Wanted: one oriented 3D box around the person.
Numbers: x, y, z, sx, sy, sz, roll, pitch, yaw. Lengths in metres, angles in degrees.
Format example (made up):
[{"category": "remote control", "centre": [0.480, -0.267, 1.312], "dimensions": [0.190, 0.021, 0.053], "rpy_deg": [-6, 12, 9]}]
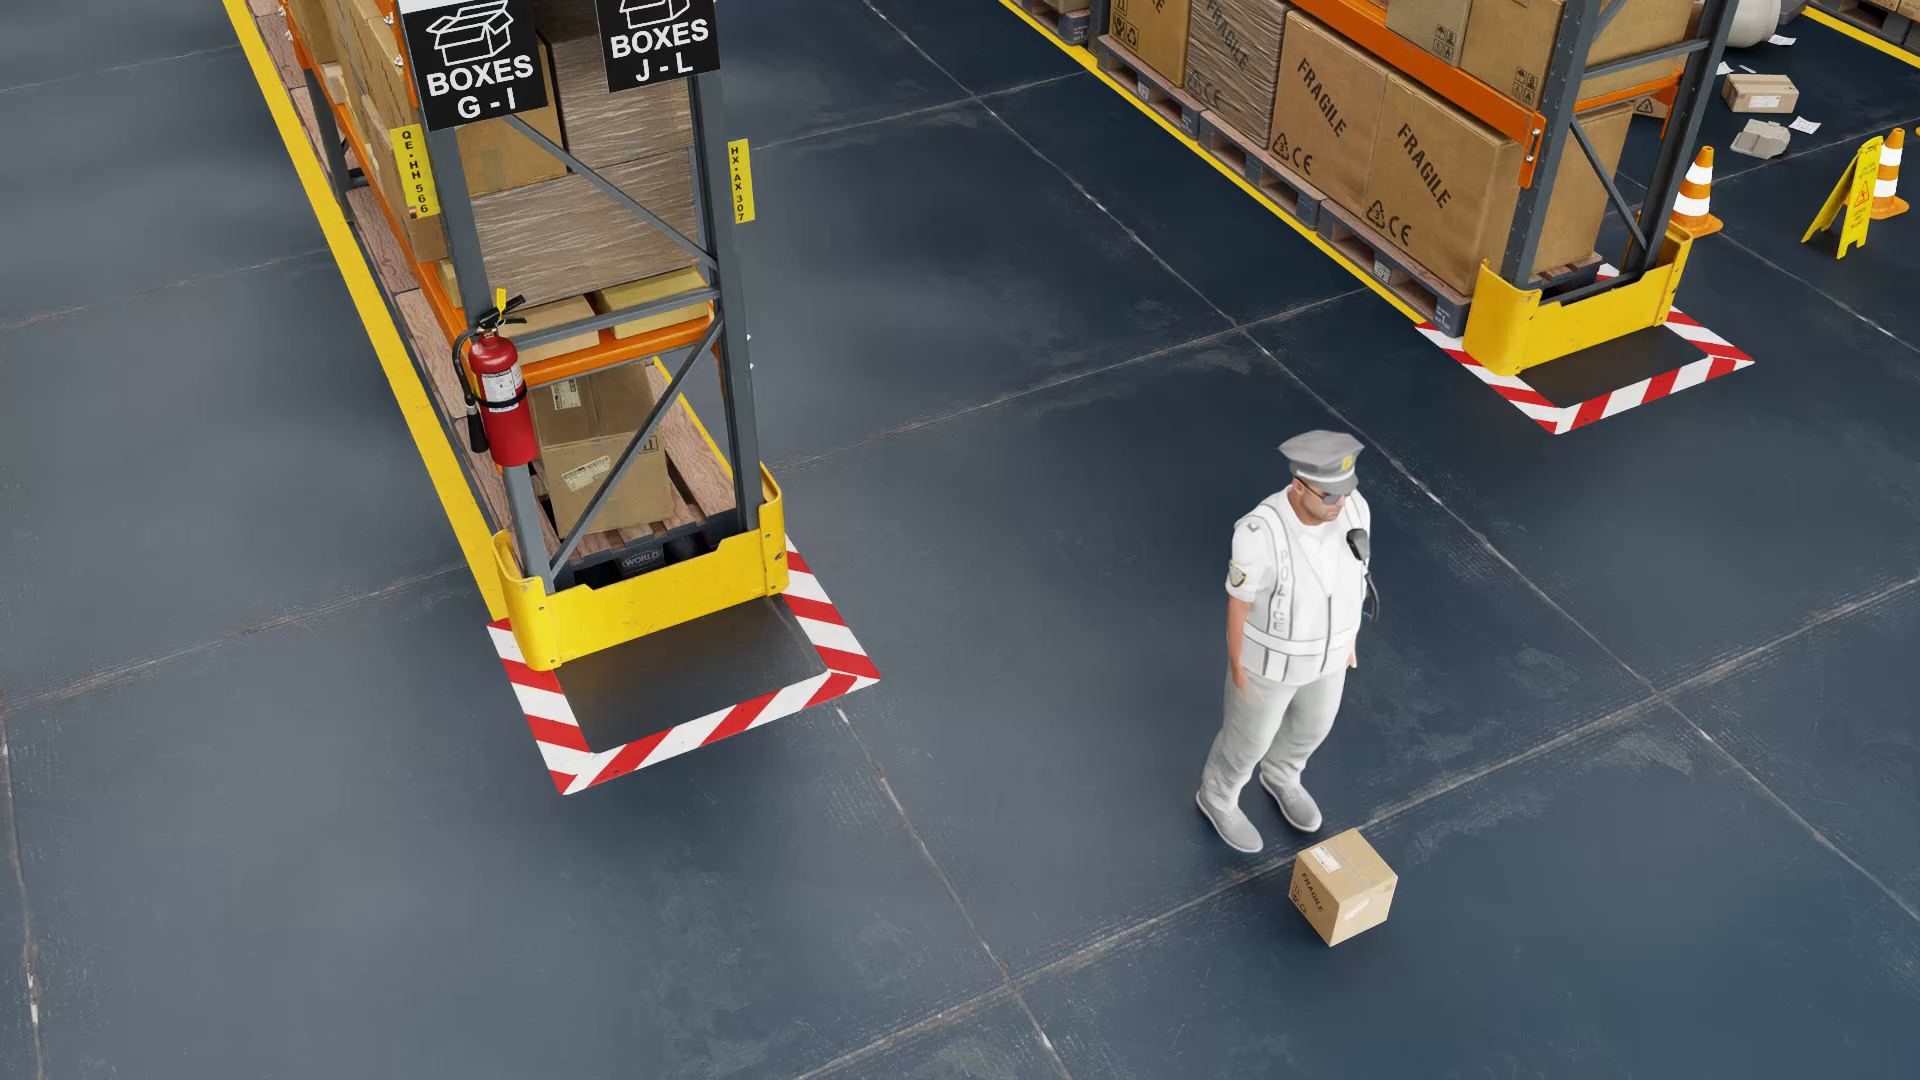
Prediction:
[{"category": "person", "centre": [1.149, 0.370, 5.734], "dimensions": [0.527, 1.767, 0.393], "rpy_deg": [-18, 44, -19]}]
